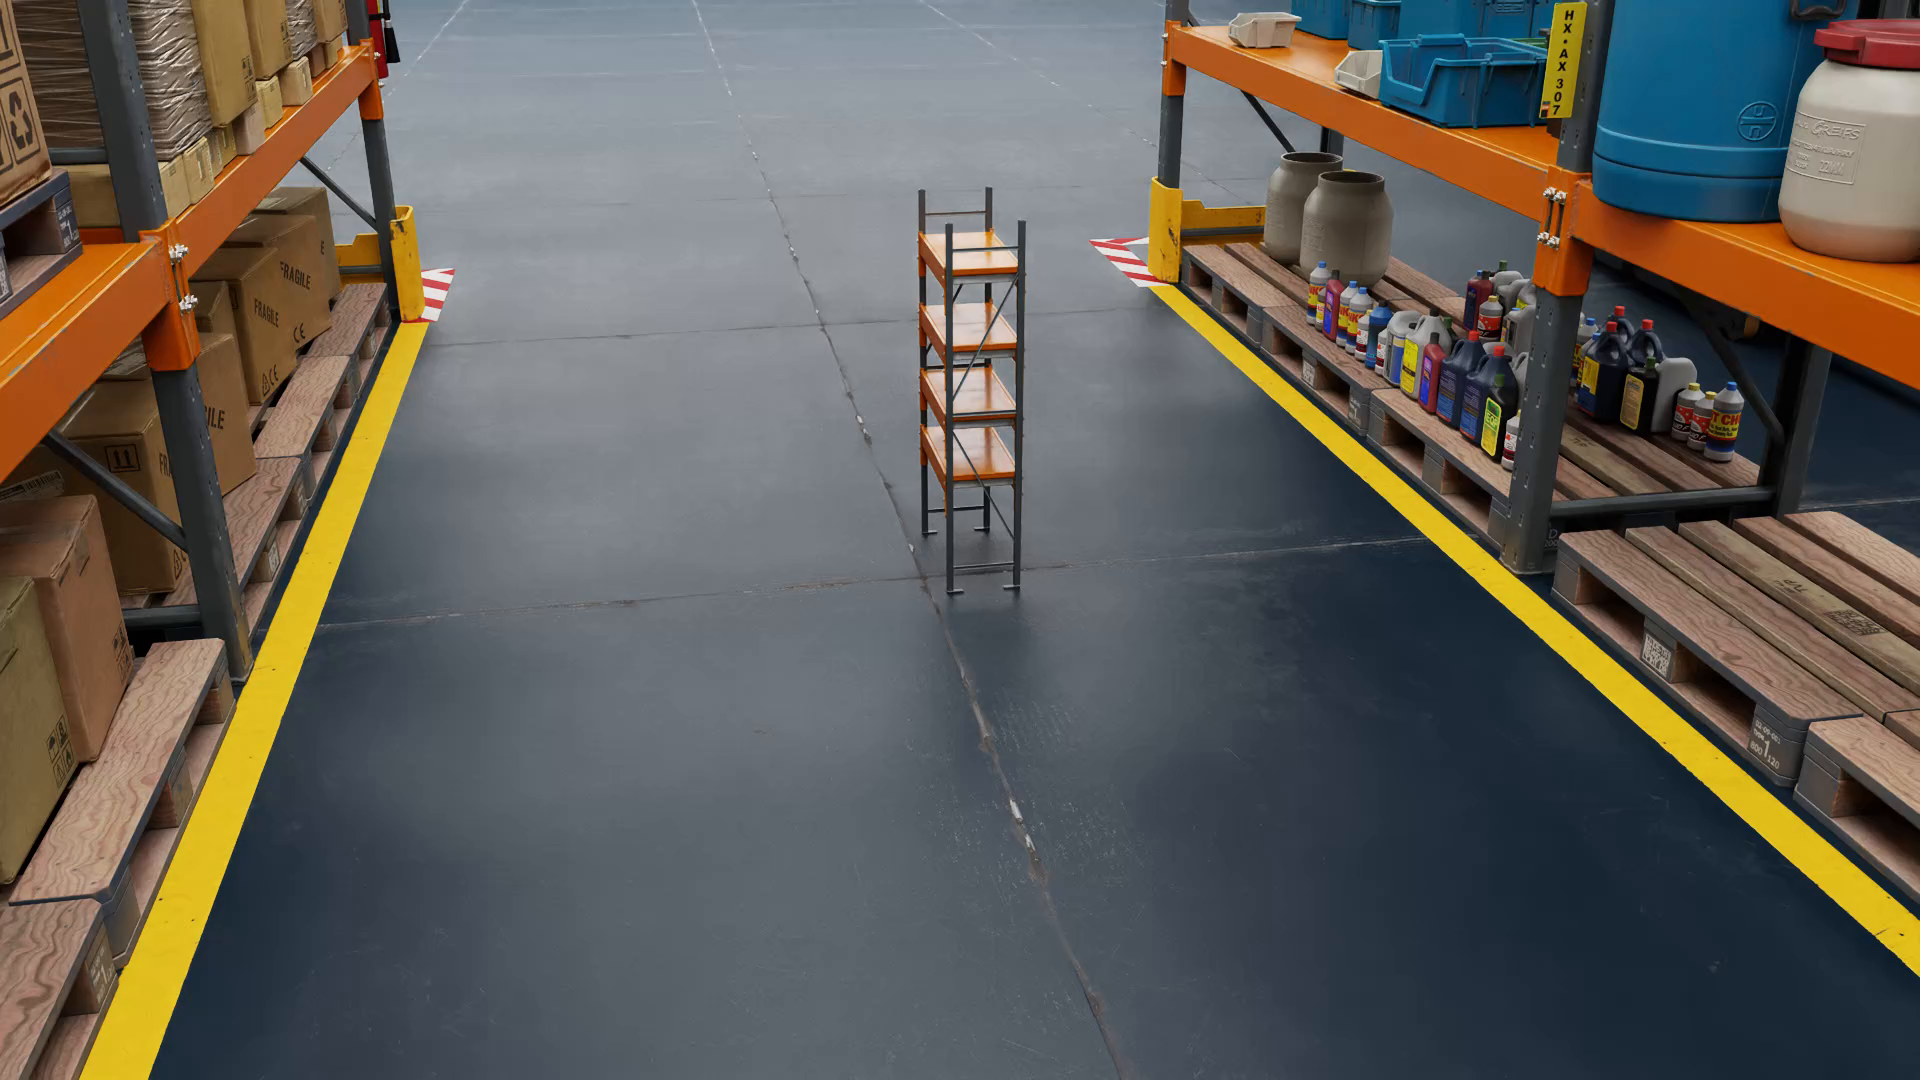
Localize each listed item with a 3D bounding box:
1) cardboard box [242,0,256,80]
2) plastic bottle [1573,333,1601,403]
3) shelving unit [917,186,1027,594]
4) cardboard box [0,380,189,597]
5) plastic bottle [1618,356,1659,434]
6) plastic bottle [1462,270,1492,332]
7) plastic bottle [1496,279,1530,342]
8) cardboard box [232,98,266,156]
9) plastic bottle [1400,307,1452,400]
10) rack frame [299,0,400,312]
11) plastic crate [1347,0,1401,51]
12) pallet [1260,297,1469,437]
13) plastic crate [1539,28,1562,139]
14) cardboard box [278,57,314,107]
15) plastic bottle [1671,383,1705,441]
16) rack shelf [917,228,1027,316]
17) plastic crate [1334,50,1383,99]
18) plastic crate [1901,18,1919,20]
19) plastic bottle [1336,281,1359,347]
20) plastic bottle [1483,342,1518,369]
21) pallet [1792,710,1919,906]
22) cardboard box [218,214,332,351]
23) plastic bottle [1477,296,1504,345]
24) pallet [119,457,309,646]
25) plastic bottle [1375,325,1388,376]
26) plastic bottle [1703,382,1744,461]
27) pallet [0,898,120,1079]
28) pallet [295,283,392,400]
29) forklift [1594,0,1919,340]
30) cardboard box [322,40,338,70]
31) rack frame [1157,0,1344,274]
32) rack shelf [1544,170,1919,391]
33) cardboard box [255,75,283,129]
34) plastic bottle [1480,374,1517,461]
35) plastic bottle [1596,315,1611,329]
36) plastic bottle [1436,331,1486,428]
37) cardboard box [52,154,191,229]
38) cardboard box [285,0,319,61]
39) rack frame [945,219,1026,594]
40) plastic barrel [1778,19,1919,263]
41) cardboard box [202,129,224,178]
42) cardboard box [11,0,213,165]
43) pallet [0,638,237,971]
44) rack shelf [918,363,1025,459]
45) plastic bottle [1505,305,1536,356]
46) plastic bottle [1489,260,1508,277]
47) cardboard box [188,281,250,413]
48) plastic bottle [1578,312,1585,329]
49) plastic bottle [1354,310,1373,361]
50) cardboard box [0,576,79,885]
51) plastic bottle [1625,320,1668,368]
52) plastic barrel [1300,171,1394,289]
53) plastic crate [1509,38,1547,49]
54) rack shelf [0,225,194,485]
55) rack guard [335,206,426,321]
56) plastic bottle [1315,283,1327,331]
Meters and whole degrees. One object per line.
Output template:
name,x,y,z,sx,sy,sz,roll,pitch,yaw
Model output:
cardboard box,-2.832,-1.696,5.390,0.875,0.500,0.500,-4,24,-10
plastic bottle,2.420,-0.658,6.369,0.097,0.271,0.097,0,24,0
shelving unit,0.031,-0.485,5.361,0.258,1.200,0.503,-4,24,-10
cardboard box,-2.595,-0.151,4.947,0.500,0.500,0.500,-5,24,-11
plastic bottle,2.488,-0.542,6.088,0.061,0.283,0.133,-4,24,-10
plastic bottle,2.253,-1.042,7.231,0.061,0.283,0.133,-4,24,-10
plastic bottle,2.383,-0.992,7.126,0.152,0.276,0.135,-5,24,-11
cardboard box,-2.473,-1.330,5.362,0.380,0.149,0.250,-4,24,-10
plastic bottle,1.810,-0.733,6.440,0.144,0.351,0.185,-4,24,-10
rack frame,-3.300,-2.517,7.766,1.000,3.000,0.127,-4,24,-10
plastic crate,2.069,-2.385,7.649,0.499,0.251,0.408,-4,24,-10
pallet,1.995,-0.781,7.274,1.003,0.211,1.213,-4,24,-10
plastic crate,2.336,-1.498,5.509,0.767,0.338,0.504,-4,24,-10
cardboard box,-2.664,-1.723,6.262,0.380,0.149,0.250,-4,24,-10
plastic bottle,2.642,-0.468,6.020,0.097,0.201,0.097,0,24,0
rack shelf,0.031,-0.845,5.203,0.258,0.148,0.480,-4,24,-10
plastic crate,1.758,-1.810,6.475,0.530,0.136,0.437,-4,24,-10
plastic crate,2.698,-1.172,4.606,0.402,0.464,0.583,-4,24,-10
plastic bottle,1.660,-0.964,7.069,0.097,0.271,0.097,0,24,0
plastic bottle,2.010,-0.592,6.212,0.152,0.276,0.135,-4,24,-10
pallet,2.720,0.754,3.760,1.003,0.211,1.213,-4,24,-10
cardboard box,-3.057,-1.085,7.085,0.500,0.500,0.500,2,24,4
plastic bottle,2.264,-0.941,7.103,0.097,0.201,0.097,0,24,0
pallet,-2.719,0.072,5.321,1.003,0.211,1.213,-4,24,-10
plastic bottle,1.735,-0.773,6.719,0.097,0.201,0.097,0,24,0
plastic bottle,2.679,-0.420,5.822,0.097,0.271,0.097,0,24,0
pallet,-2.186,1.121,2.920,1.003,0.211,1.213,-4,24,-10
pallet,-3.170,-0.887,7.518,1.003,0.211,1.213,-4,24,-10
forklift,4.178,-2.444,7.683,1.130,2.935,3.031,-3,24,-8
cardboard box,-2.902,-2.113,7.153,0.380,0.149,0.250,-4,24,-10
rack frame,1.568,-2.884,8.606,1.000,3.000,0.127,-4,24,-10
rack shelf,2.677,-0.194,3.346,1.077,0.370,4.000,-4,24,-10
cardboard box,-2.595,-1.525,5.807,0.380,0.149,0.250,-4,24,-10
plastic bottle,1.894,-0.432,5.836,0.061,0.283,0.133,-3,24,-7
plastic bottle,2.541,-0.758,6.582,0.061,0.283,0.133,-3,24,-7
plastic bottle,1.869,-0.606,6.149,0.144,0.351,0.185,-6,24,-12
cardboard box,-2.304,-0.936,4.459,0.380,0.149,0.250,-4,24,-10
cardboard box,-2.965,-2.094,6.299,0.875,0.500,0.500,-4,24,-10
rack frame,0.076,-0.389,5.141,0.240,1.200,0.015,-4,24,-10
plastic barrel,2.269,-0.980,4.077,0.433,0.535,0.433,0,24,0
cardboard box,-2.411,-1.131,4.907,0.380,0.149,0.250,-4,24,-10
cardboard box,-2.583,-1.308,4.500,0.875,0.500,0.500,-4,24,-10
pallet,-2.415,0.640,4.021,1.003,0.211,1.213,-4,24,-10
rack shelf,0.031,-0.423,5.388,0.258,0.148,0.480,-4,24,-10
plastic bottle,2.311,-0.833,6.763,0.152,0.276,0.135,-4,24,-10
plastic bottle,2.378,-1.106,7.379,0.061,0.283,0.133,-4,24,-8
cardboard box,-2.900,-0.614,6.007,0.500,0.500,0.500,-6,24,-14
plastic bottle,2.452,-0.888,6.795,0.144,0.351,0.185,-4,24,-10
plastic bottle,1.697,-0.854,6.904,0.097,0.201,0.097,0,24,0
cardboard box,-2.398,0.432,3.587,0.700,0.500,0.500,-4,24,-10
plastic bottle,2.566,-0.647,6.243,0.144,0.351,0.185,-4,24,-8
plastic barrel,1.857,-1.486,7.988,0.421,0.512,0.421,0,24,0
plastic crate,2.334,-1.768,6.316,0.450,0.188,0.662,-4,24,-10
rack shelf,-2.190,0.172,2.507,1.077,0.370,4.000,-4,24,-10
rack guard,-3.286,-1.342,8.198,1.175,0.500,0.348,-4,24,-10
plastic bottle,1.616,-1.026,7.299,0.097,0.201,0.097,0,24,0
